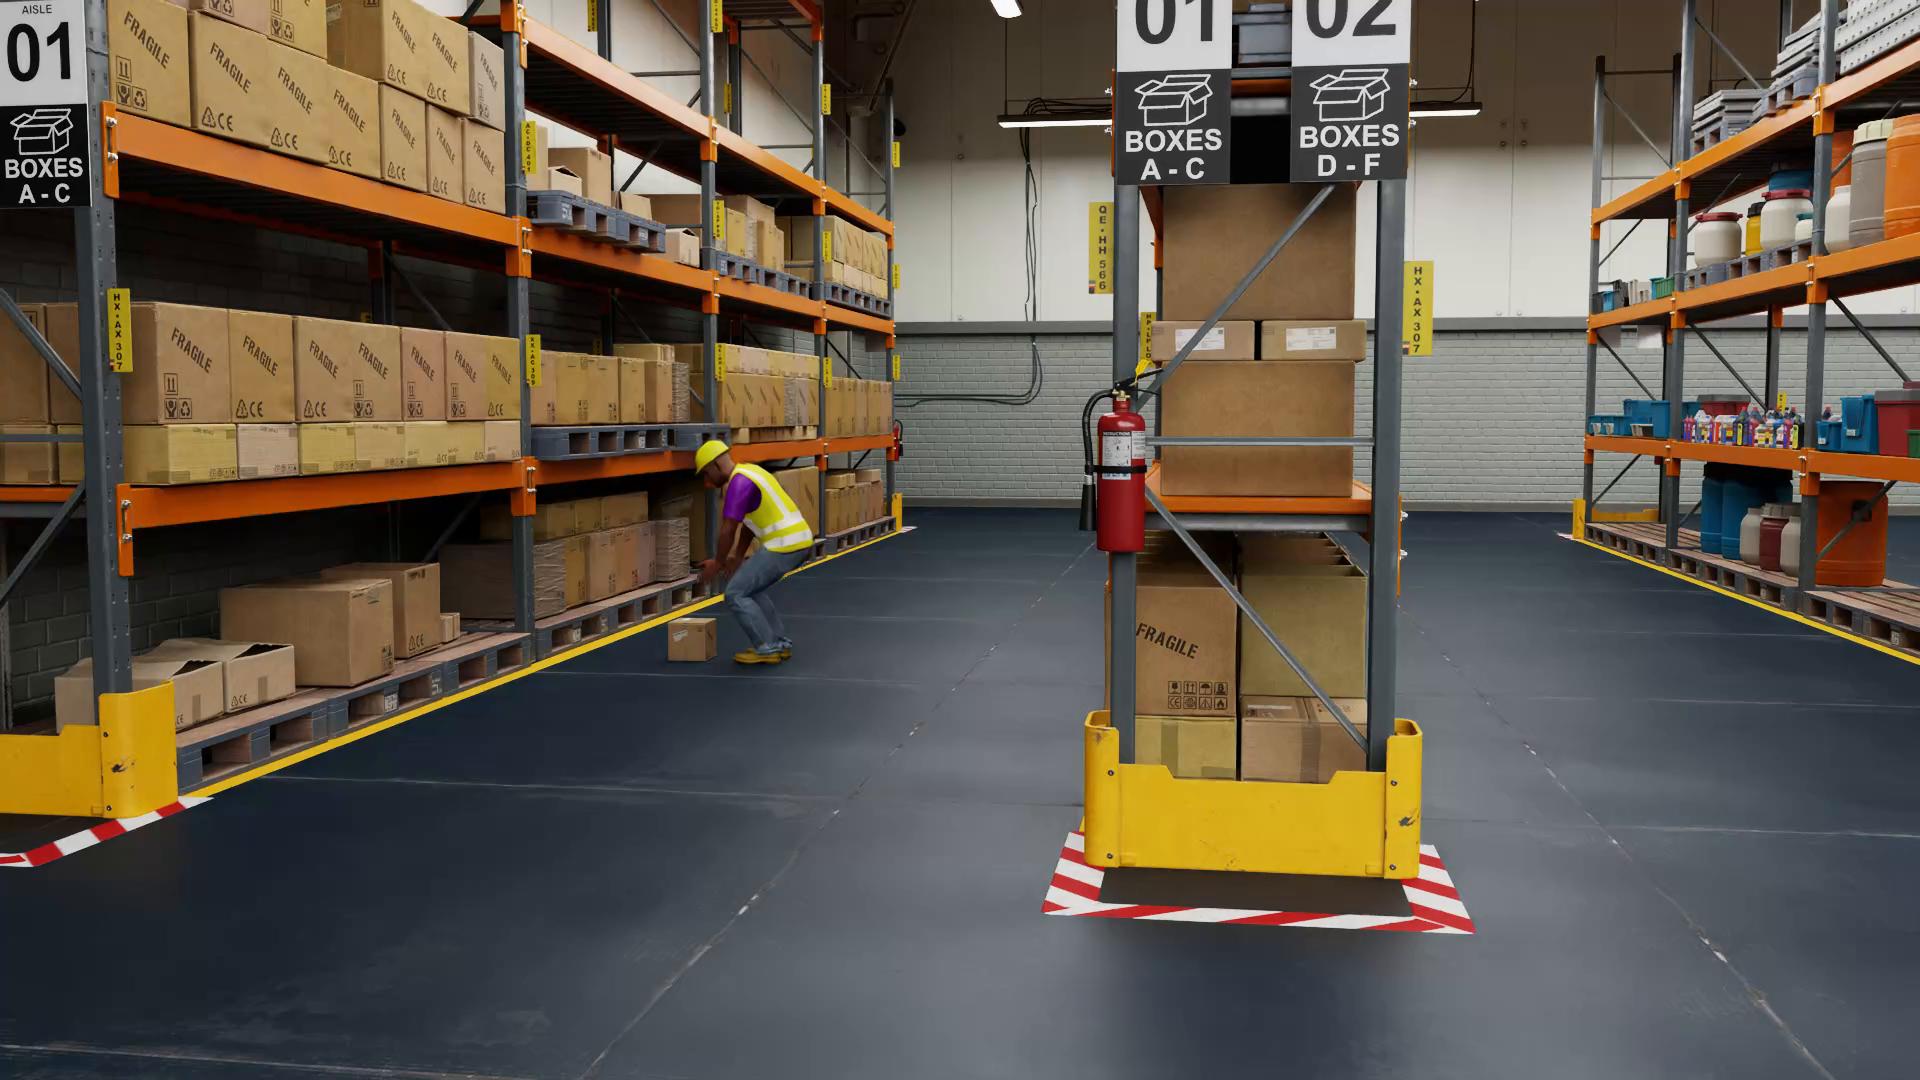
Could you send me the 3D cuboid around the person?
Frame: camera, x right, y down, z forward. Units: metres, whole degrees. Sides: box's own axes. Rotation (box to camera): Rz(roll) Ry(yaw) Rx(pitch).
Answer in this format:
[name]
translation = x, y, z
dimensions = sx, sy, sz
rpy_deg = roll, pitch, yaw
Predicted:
[person]
translation = -1.339, 0.074, 10.736
dimensions = 0.747, 1.428, 0.631
rpy_deg = 1, 4, 9
